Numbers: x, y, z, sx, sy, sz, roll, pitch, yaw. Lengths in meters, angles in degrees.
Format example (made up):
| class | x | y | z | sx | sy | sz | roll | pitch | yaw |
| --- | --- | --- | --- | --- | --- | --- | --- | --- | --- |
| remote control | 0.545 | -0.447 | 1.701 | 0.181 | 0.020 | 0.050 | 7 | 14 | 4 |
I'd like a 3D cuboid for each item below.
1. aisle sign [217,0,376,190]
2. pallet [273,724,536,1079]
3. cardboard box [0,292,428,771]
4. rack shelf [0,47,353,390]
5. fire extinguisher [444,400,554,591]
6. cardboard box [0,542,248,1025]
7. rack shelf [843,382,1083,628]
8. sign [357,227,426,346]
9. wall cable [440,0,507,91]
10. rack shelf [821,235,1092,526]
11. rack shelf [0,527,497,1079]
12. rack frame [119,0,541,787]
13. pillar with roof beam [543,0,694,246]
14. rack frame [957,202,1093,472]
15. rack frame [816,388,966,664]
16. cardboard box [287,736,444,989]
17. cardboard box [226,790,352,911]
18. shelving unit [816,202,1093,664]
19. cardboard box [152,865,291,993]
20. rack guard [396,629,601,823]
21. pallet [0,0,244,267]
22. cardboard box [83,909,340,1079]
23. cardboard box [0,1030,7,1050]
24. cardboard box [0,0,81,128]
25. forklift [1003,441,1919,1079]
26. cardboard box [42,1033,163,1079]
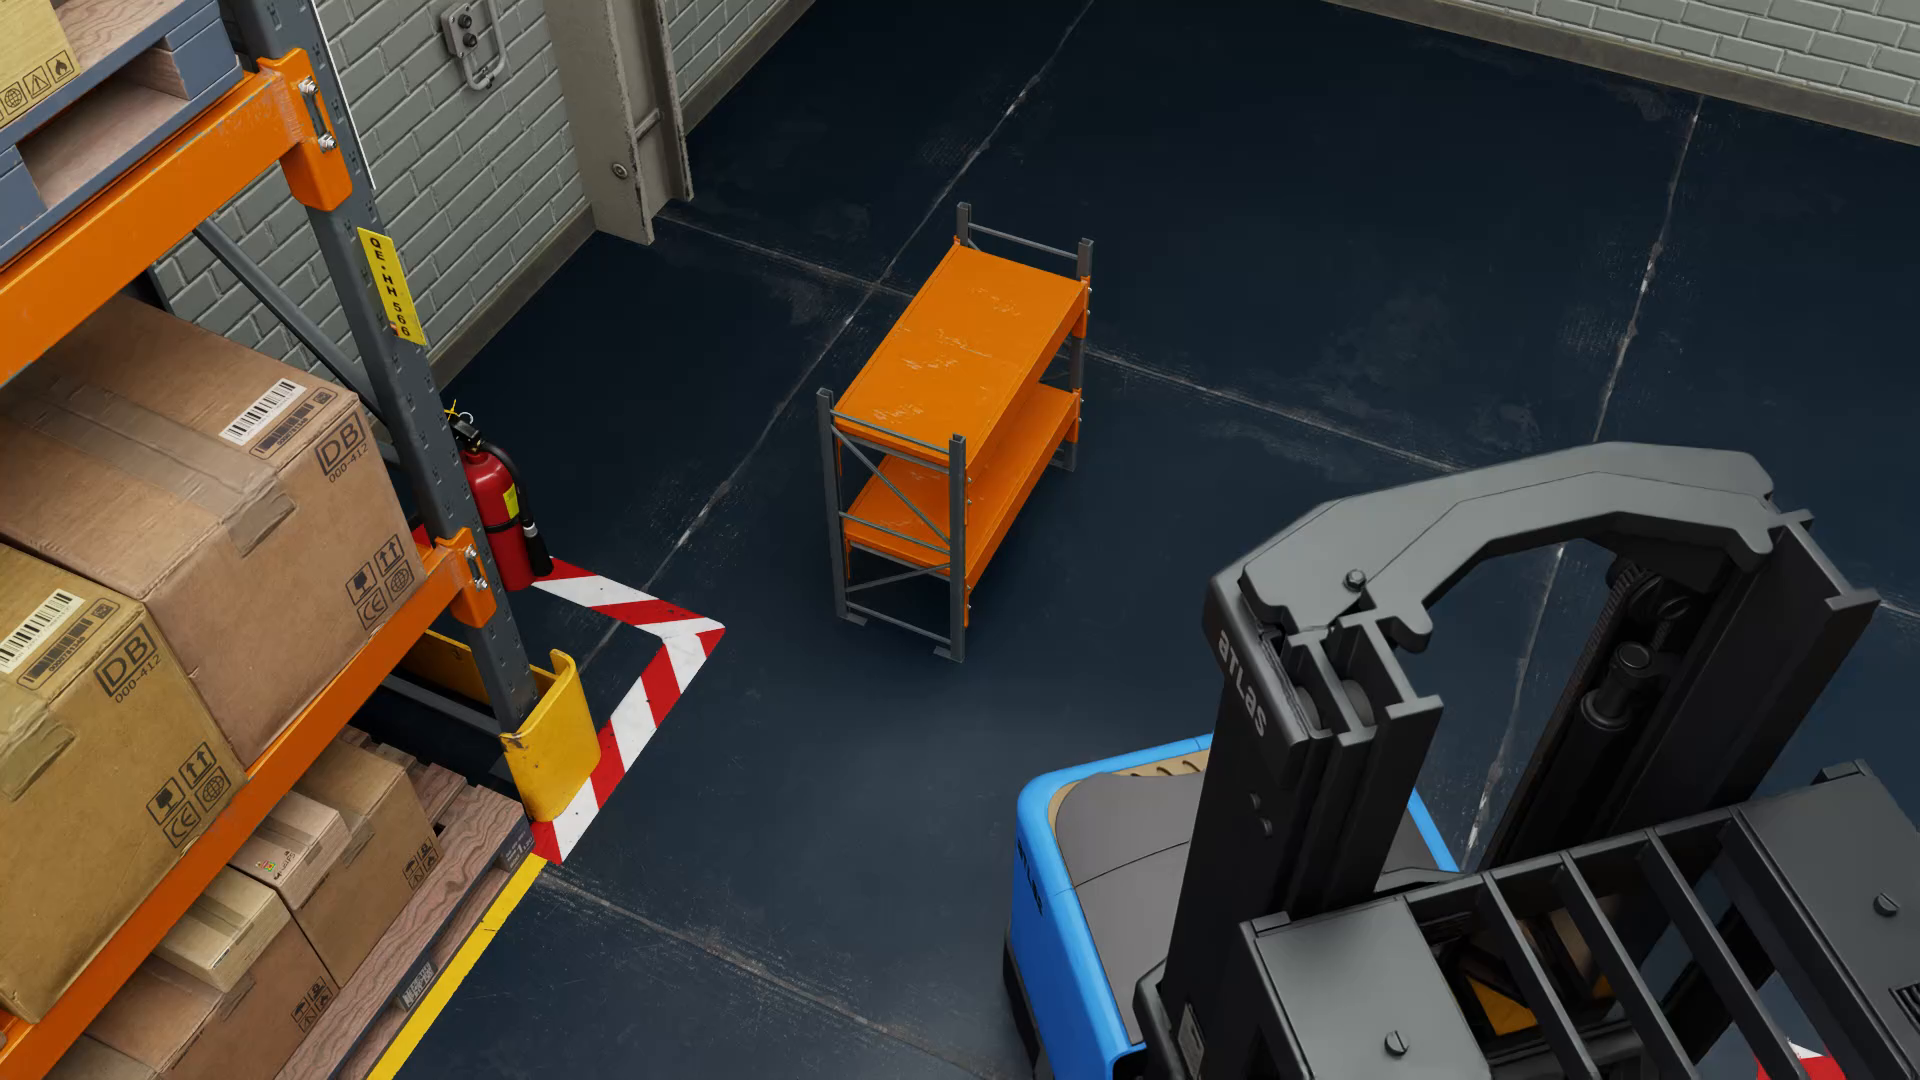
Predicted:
| class | x | y | z | sx | sy | sz | roll | pitch | yaw |
| --- | --- | --- | --- | --- | --- | --- | --- | --- | --- |
| aisle sign | -1.503 | -1.114 | 3.521 | 0.394 | 0.787 | 0.004 | 20 | 52 | 16 |
| pallet | -2.076 | 1.160 | 5.124 | 1.003 | 0.211 | 1.213 | 20 | 52 | 16 |
| cardboard box | -2.014 | -0.062 | 4.136 | 0.980 | 0.700 | 0.700 | 22 | 53 | 18 |
| rack shelf | -2.659 | 0.319 | 2.512 | 1.077 | 0.370 | 4.000 | 20 | 52 | 16 |
| fire extinguisher | -1.323 | -0.127 | 4.684 | 0.296 | 0.674 | 0.183 | 20 | 52 | 16 |
| cardboard box | -2.314 | 0.442 | 3.707 | 0.980 | 0.700 | 0.700 | 19 | 52 | 16 |
| rack shelf | 0.003 | -0.211 | 6.012 | 0.538 | 0.278 | 1.000 | 20 | 52 | 16 |
| sign | -1.320 | -0.585 | 3.863 | 0.100 | 0.325 | 0.005 | 20 | 52 | 16 |
| wall cable | -2.113 | -1.838 | 5.177 | 0.084 | 1.984 | 1.851 | 20 | 52 | 16 |
| rack shelf | 0.003 | -0.559 | 5.603 | 0.538 | 0.278 | 1.000 | 20 | 52 | 16 |
| rack shelf | -2.659 | 1.291 | 3.654 | 1.077 | 0.370 | 4.000 | 20 | 52 | 16 |
| rack frame | -1.805 | -0.319 | 4.552 | 1.000 | 3.000 | 0.127 | 20 | 52 | 16 |
| pillar with roof beam | 2.459 | -3.003 | 2.897 | 9.100 | 9.000 | 0.400 | 20 | 52 | 16 |
| rack frame | 0.220 | -0.719 | 6.123 | 0.500 | 1.125 | 0.032 | 20 | 52 | 16 |
| rack frame | -0.214 | -0.019 | 5.528 | 0.500 | 1.125 | 0.032 | 20 | 52 | 16 |
| cardboard box | -2.013 | 0.869 | 4.906 | 0.700 | 0.500 | 0.500 | 20 | 52 | 16 |
| cardboard box | -1.904 | 0.807 | 4.534 | 0.380 | 0.149 | 0.250 | 19 | 52 | 16 |
| shelving unit | 0.003 | -0.369 | 5.826 | 0.538 | 1.125 | 1.048 | 20 | 52 | 16 |
| cardboard box | -2.012 | 0.983 | 4.384 | 0.380 | 0.149 | 0.250 | 21 | 53 | 17 |
| rack guard | -1.795 | 0.474 | 5.518 | 1.175 | 0.500 | 0.348 | 20 | 52 | 16 |
| pallet | -2.112 | -0.749 | 3.006 | 1.003 | 0.211 | 1.213 | 20 | 52 | 16 |
| cardboard box | -2.227 | 1.214 | 4.613 | 0.700 | 0.500 | 0.500 | 20 | 52 | 16 |
| cardboard box | -2.648 | 0.964 | 3.263 | 0.980 | 0.700 | 0.700 | 18 | 52 | 14 |
| cardboard box | -1.878 | -0.821 | 2.766 | 0.500 | 0.250 | 0.500 | 21 | 53 | 17 |
| forklift | 1.021 | 1.353 | 3.175 | 1.130 | 2.935 | 3.031 | -12 | 51 | -10 |
| cardboard box | -2.441 | 1.560 | 4.318 | 0.700 | 0.500 | 0.500 | 18 | 52 | 15 |
